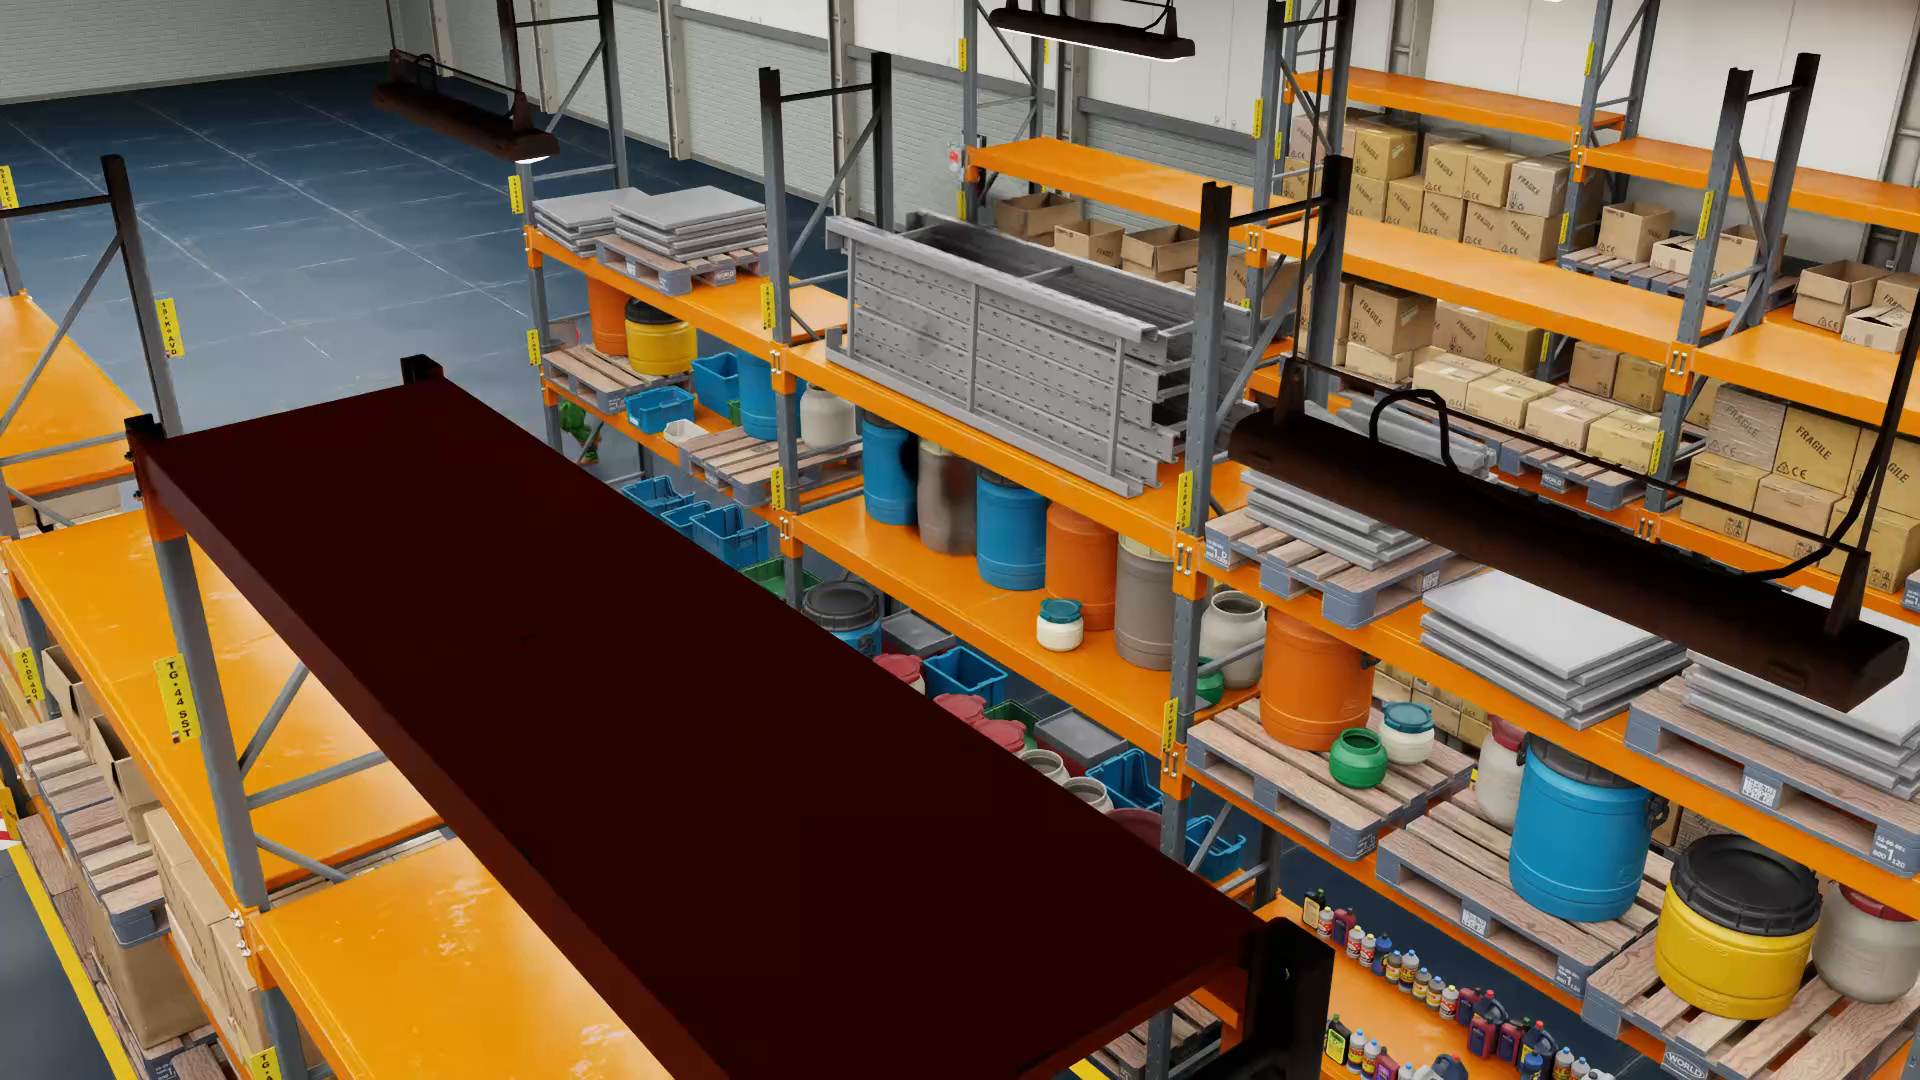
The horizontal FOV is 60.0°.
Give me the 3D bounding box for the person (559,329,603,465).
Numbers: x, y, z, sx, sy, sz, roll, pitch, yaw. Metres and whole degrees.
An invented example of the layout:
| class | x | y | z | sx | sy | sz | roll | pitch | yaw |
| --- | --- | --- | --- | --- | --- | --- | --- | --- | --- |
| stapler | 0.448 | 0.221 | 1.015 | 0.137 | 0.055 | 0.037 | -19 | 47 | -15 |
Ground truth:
| class | x | y | z | sx | sy | sz | roll | pitch | yaw |
| --- | --- | --- | --- | --- | --- | --- | --- | --- | --- |
| person | -4.600 | -1.702 | 19.774 | 0.609 | 1.749 | 0.637 | -6 | 26 | -12 |
